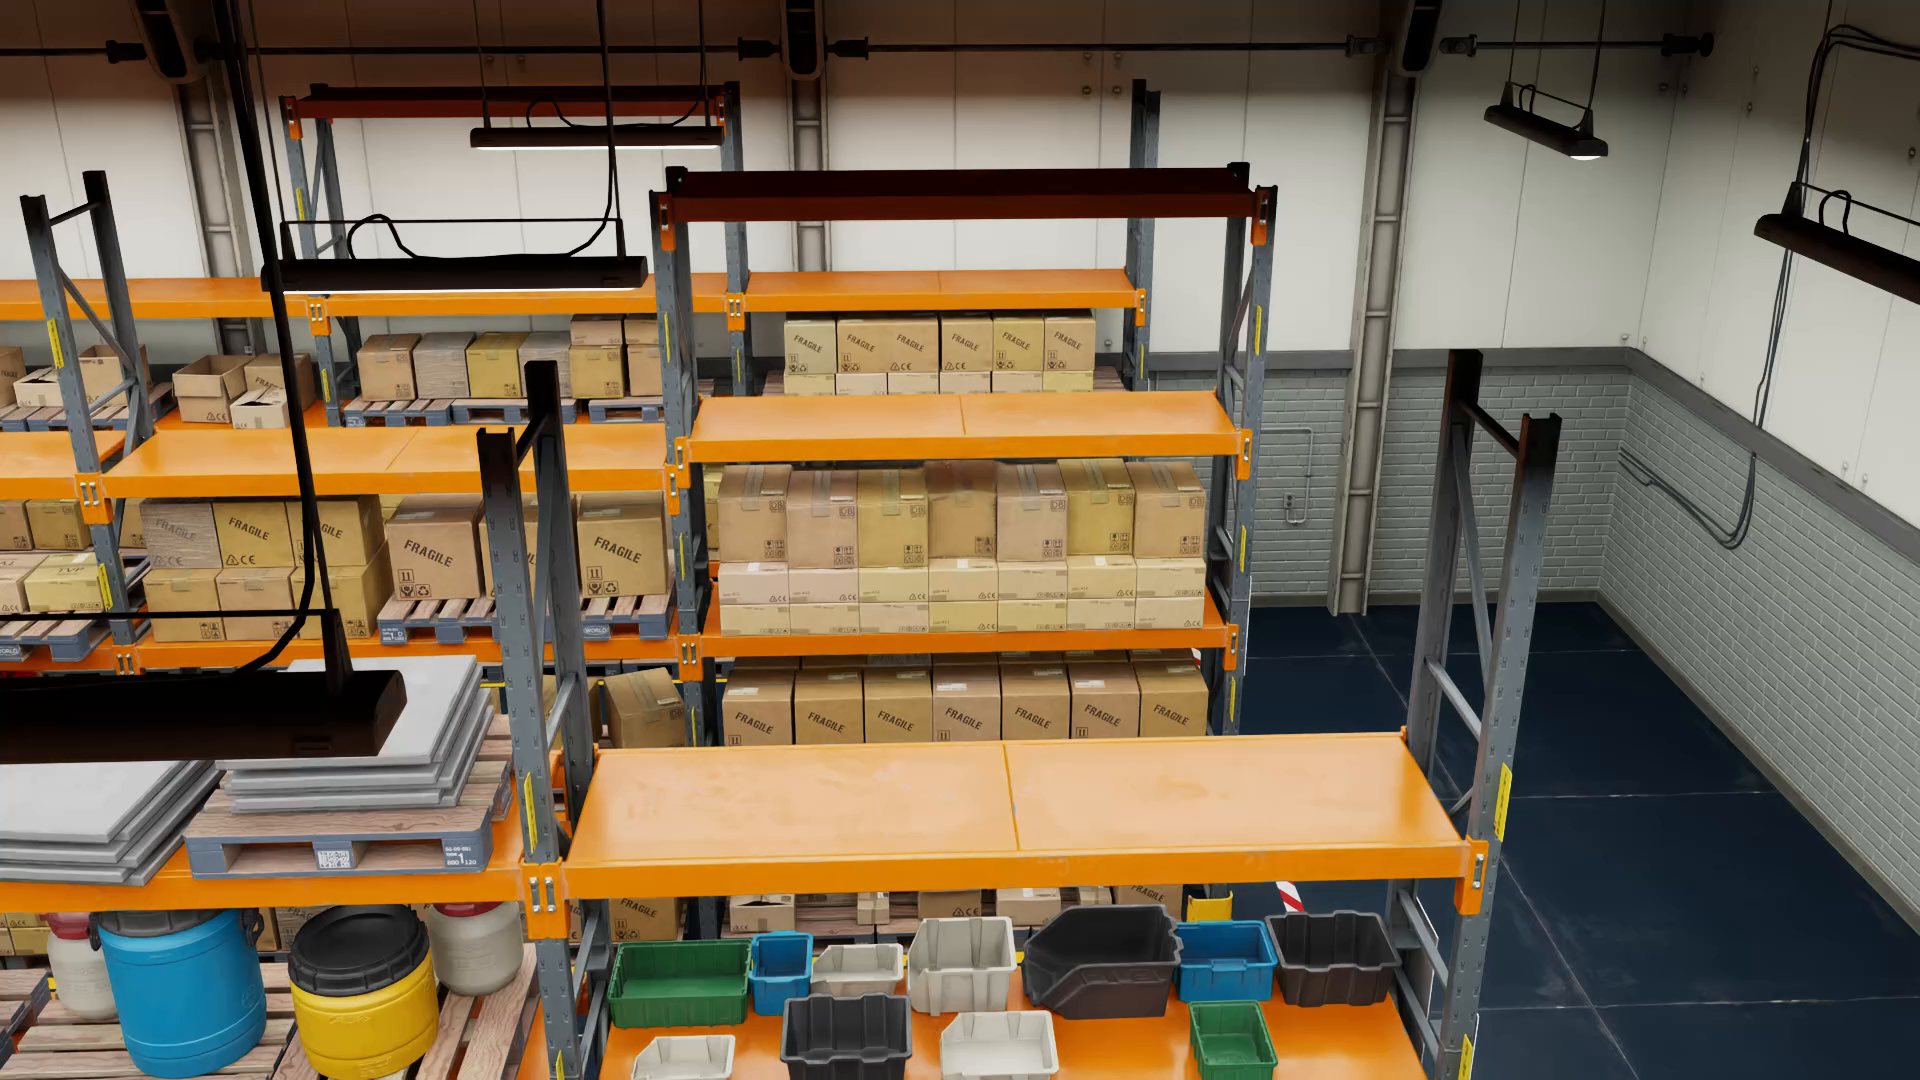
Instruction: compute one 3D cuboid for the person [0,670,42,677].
[{"bbox_3d":[-8.611,1.500,15.216,0.799,1.749,0.556,-10,24,-24],"label":"person"}]
